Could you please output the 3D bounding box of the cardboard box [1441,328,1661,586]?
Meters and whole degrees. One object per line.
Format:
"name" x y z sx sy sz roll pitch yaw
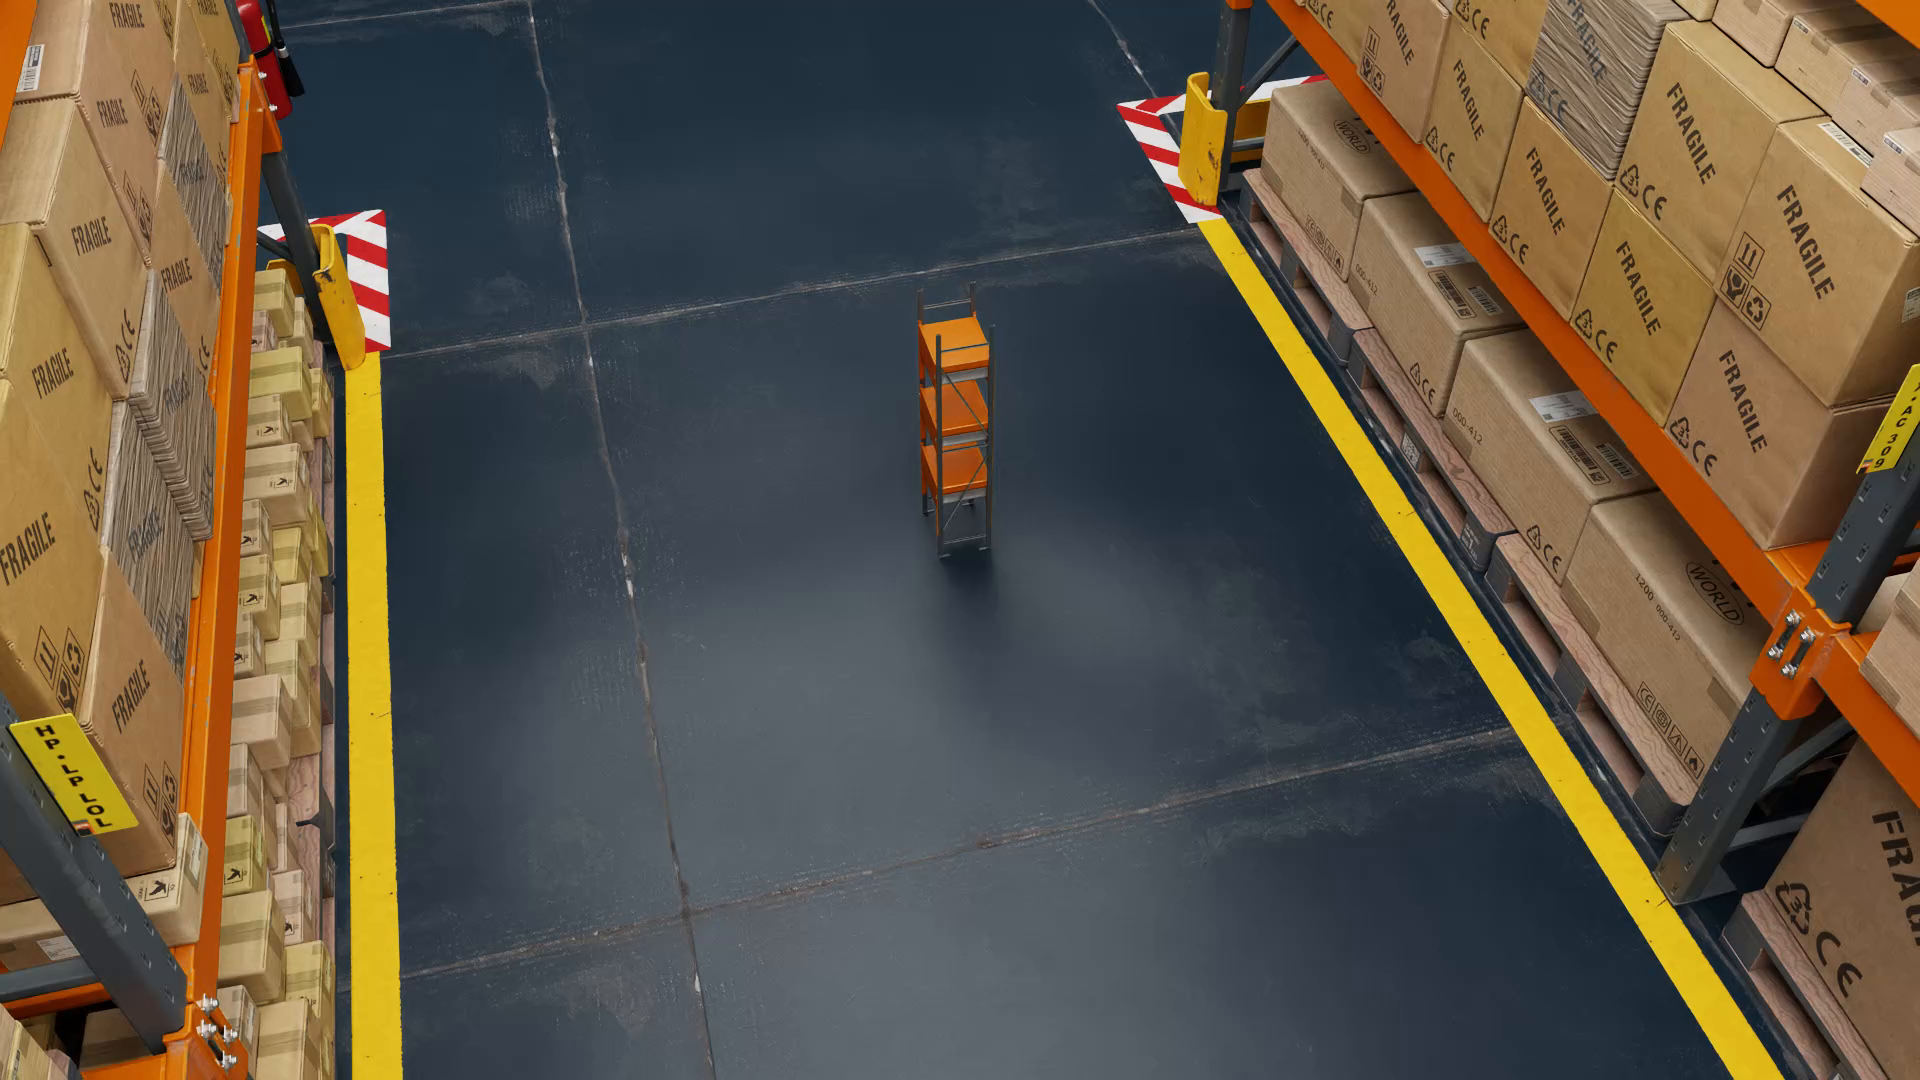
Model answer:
"cardboard box" 2.381 -0.369 6.011 0.875 0.438 0.875 -12 47 -11

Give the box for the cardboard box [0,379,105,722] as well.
"cardboard box" -1.972 0.082 3.091 0.500 0.500 0.500 -10 46 -9

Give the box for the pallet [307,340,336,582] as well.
"pallet" -2.923 -0.239 6.336 1.003 0.211 1.213 -11 47 -10

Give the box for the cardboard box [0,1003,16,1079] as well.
"cardboard box" -1.800 0.901 2.732 0.380 0.149 0.250 -9 46 -8

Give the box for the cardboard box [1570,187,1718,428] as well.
"cardboard box" 2.164 -0.710 4.776 0.500 0.500 0.500 -12 47 -11

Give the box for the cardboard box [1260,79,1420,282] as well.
"cardboard box" 1.909 -1.622 7.239 0.875 0.438 0.875 -12 47 -12

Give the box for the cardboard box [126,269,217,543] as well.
"cardboard box" -2.203 -0.295 4.160 0.500 0.500 0.500 -12 47 -11

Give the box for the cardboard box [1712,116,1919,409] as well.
"cardboard box" 2.280 -0.708 4.073 0.500 0.500 0.500 -11 47 -11

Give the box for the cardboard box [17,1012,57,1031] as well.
"cardboard box" -2.538 1.203 4.257 0.380 0.149 0.250 -10 46 -10

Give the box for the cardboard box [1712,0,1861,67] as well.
"cardboard box" 2.182 -1.361 4.260 0.380 0.149 0.250 -11 47 -11

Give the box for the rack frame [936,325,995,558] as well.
"rack frame" 0.018 -0.320 5.829 0.200 1.050 0.008 -11 47 -10

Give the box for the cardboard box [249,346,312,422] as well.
"cardboard box" -2.537 -0.533 5.958 0.380 0.149 0.250 -12 47 -11

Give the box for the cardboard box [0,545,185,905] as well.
"cardboard box" -1.975 0.400 3.479 0.500 0.500 0.500 -11 47 -11

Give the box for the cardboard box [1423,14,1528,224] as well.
"cardboard box" 1.902 -1.419 5.470 0.500 0.500 0.500 -9 46 -9

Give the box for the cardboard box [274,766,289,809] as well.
"cardboard box" -2.272 0.777 5.091 0.380 0.149 0.250 -13 47 -12

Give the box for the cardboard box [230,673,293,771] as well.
"cardboard box" -2.180 0.561 4.886 0.380 0.149 0.250 -10 46 -9

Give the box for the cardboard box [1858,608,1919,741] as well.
"cardboard box" 2.525 0.357 3.905 0.500 0.250 0.500 -12 47 -11

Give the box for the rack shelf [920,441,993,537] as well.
"rack shelf" -0.014 -0.202 6.117 0.215 0.259 0.240 -11 47 -10

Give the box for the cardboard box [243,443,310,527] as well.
"cardboard box" -2.410 -0.167 5.599 0.380 0.149 0.250 -9 46 -9

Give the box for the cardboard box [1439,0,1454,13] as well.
"cardboard box" 1.769 -2.101 5.439 0.500 0.500 0.500 -11 47 -11

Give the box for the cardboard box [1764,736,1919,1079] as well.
"cardboard box" 2.903 0.963 4.400 0.875 0.875 0.875 -9 46 -9

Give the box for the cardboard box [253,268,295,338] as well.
"cardboard box" -2.735 -0.873 6.290 0.380 0.149 0.250 -10 46 -10

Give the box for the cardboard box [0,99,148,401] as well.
"cardboard box" -2.218 -0.627 3.785 0.500 0.500 0.500 -10 46 -10

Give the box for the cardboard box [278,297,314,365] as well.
"cardboard box" -2.705 -0.775 6.403 0.380 0.149 0.250 -12 47 -11

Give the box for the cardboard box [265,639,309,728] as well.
"cardboard box" -2.241 0.478 5.175 0.380 0.149 0.250 -11 47 -11

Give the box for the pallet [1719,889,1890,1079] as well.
"pallet" 2.938 1.447 4.684 1.003 0.211 1.213 -11 47 -10

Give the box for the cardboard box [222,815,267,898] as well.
"cardboard box" -2.105 0.928 4.526 0.380 0.149 0.250 -11 47 -11

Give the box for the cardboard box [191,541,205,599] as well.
"cardboard box" -2.170 0.046 4.281 0.380 0.149 0.250 -10 46 -10

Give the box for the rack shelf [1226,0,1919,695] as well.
"rack shelf" 2.155 -1.177 5.807 1.077 0.370 4.000 -11 47 -10

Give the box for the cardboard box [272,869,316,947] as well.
"cardboard box" -2.057 1.122 4.752 0.380 0.149 0.250 -11 47 -11

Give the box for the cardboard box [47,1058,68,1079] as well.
"cardboard box" -1.799 1.106 2.948 0.380 0.149 0.250 -12 47 -11

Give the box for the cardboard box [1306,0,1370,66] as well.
"cardboard box" 1.645 -2.116 6.154 0.500 0.500 0.500 -11 47 -11

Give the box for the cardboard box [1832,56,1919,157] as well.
"cardboard box" 2.318 -1.016 3.921 0.380 0.149 0.250 -10 46 -9

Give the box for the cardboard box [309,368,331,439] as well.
"cardboard box" -2.616 -0.499 6.341 0.380 0.149 0.250 -9 46 -9

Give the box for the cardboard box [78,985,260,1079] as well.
"cardboard box" -1.980 1.294 4.167 0.380 0.149 0.250 -9 46 -9

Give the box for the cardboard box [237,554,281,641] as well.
"cardboard box" -2.355 0.211 5.229 0.380 0.149 0.250 -10 47 -10

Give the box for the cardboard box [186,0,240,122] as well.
"cardboard box" -2.752 -1.710 5.548 0.500 0.500 0.500 -10 46 -9

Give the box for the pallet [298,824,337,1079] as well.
"pallet" -2.298 1.446 4.685 1.003 0.211 1.213 -11 47 -10

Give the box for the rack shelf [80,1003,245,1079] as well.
"rack shelf" -1.580 2.560 2.145 1.077 0.370 4.000 -11 47 -10

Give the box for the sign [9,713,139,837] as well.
"sign" -1.556 0.418 2.929 0.100 0.325 0.005 -11 47 -10

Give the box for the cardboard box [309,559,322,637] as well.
"cardboard box" -2.379 0.224 5.632 0.380 0.149 0.250 -10 46 -10

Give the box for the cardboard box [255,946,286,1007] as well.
"cardboard box" -2.027 1.207 4.461 0.380 0.149 0.250 -10 46 -10

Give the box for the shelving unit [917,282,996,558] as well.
"shelving unit" -0.014 -0.404 5.911 0.215 1.050 0.252 -11 47 -10

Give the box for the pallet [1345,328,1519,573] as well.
"pallet" 2.232 -0.455 6.548 1.003 0.211 1.213 -11 47 -10

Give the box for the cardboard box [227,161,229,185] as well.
"cardboard box" -2.653 -1.224 5.525 0.380 0.149 0.250 -11 47 -11

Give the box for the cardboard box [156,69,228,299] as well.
"cardboard box" -2.486 -1.005 4.857 0.500 0.500 0.500 -11 47 -10

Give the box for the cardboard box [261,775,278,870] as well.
"cardboard box" -2.190 0.858 4.802 0.380 0.149 0.250 -13 47 -12

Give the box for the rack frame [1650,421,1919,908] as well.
"rack frame" 2.667 -0.048 4.196 1.000 3.000 0.127 -11 47 -10

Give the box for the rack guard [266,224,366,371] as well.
"rack guard" -3.096 -0.907 6.789 1.175 0.500 0.348 -11 47 -10

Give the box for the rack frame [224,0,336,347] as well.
"rack frame" -3.116 -1.834 5.947 1.000 3.000 0.127 -11 47 -10

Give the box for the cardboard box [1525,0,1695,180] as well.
"cardboard box" 2.018 -1.409 4.761 0.500 0.500 0.500 -10 46 -10

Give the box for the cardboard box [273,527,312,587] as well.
"cardboard box" -2.377 0.119 5.527 0.380 0.149 0.250 -9 46 -8

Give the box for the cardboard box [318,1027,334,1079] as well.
"cardboard box" -1.875 1.468 4.413 0.380 0.149 0.250 -13 47 -12

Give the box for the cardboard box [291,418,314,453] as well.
"cardboard box" -2.570 -0.417 6.052 0.380 0.149 0.250 -12 47 -12

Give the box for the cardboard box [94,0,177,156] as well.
"cardboard box" -2.487 -1.346 4.490 0.500 0.500 0.500 -9 46 -8
